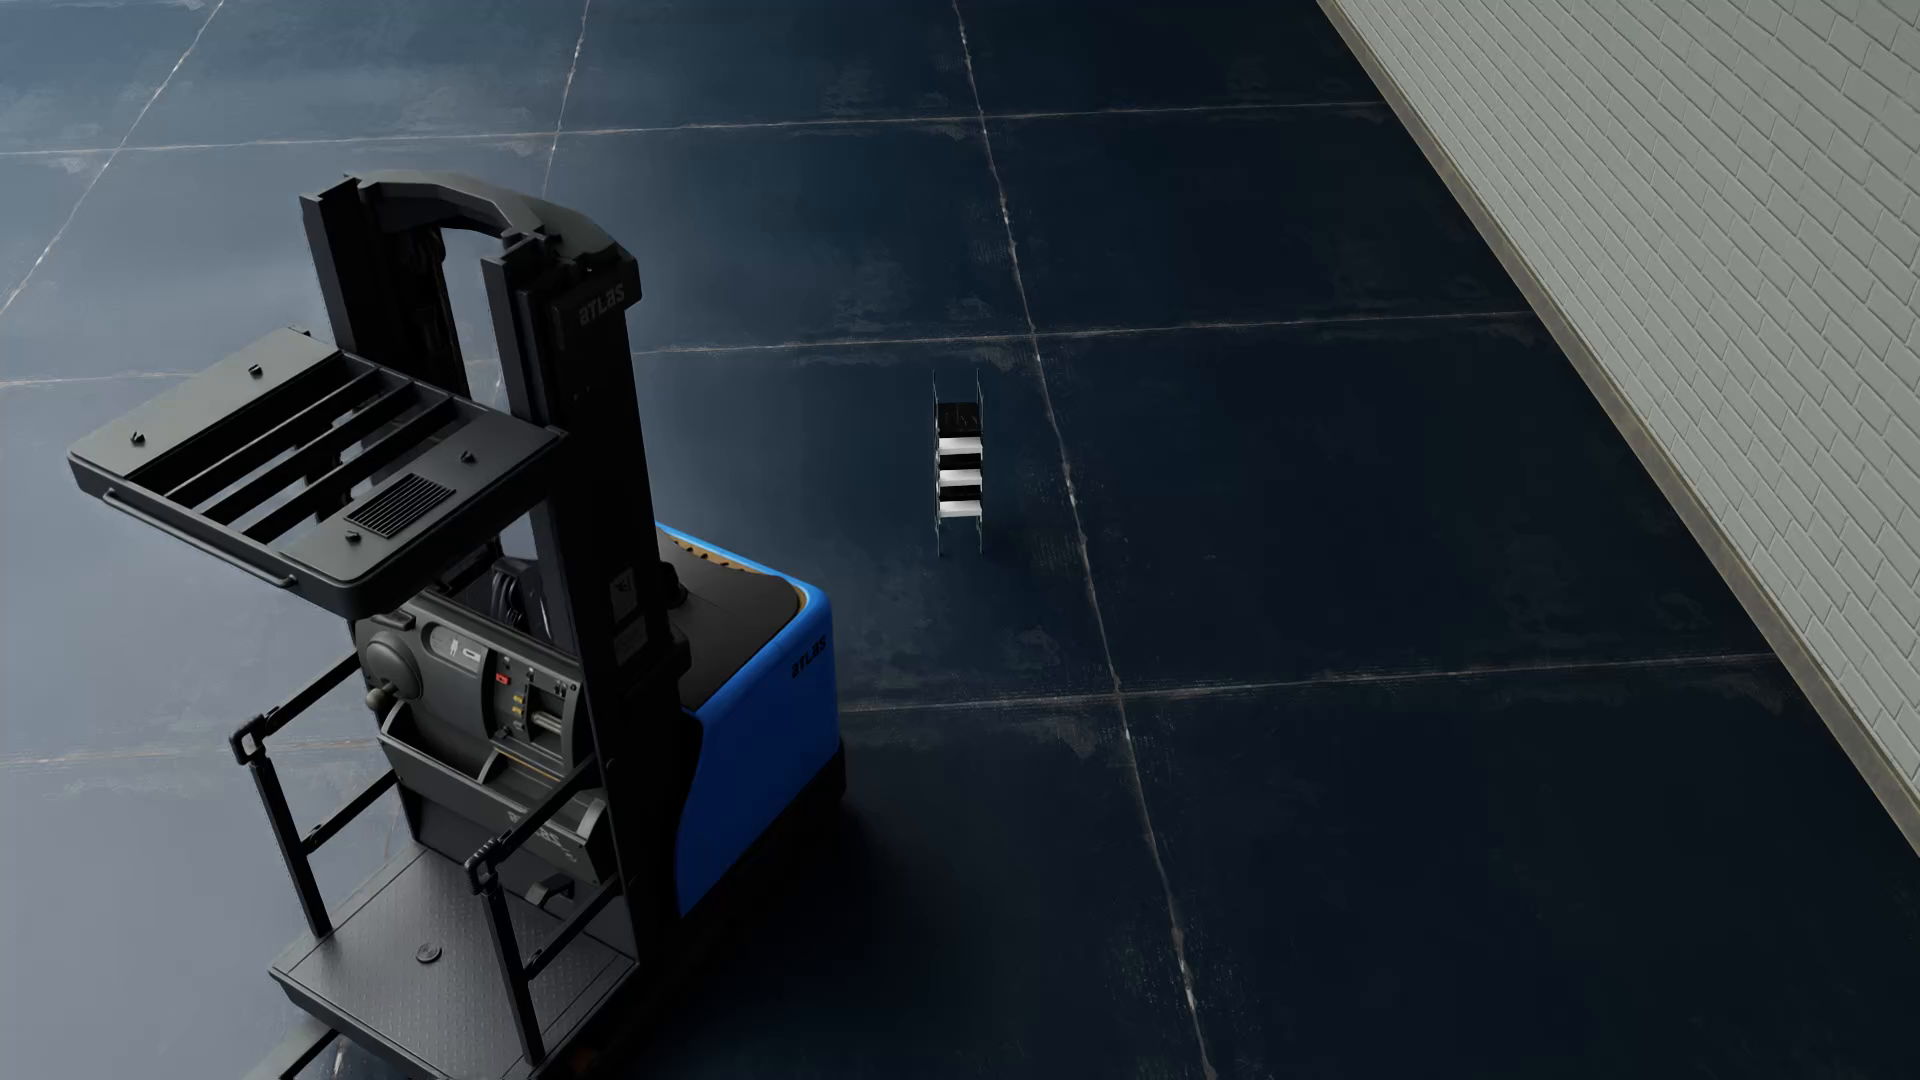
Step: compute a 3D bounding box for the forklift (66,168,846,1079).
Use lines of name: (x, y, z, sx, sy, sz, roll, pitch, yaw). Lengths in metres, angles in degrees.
forklift: (-1.654, 0.508, 5.062, 1.130, 2.935, 3.031, 21, 43, 24)

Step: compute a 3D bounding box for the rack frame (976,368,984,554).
rack frame: (0.093, -0.358, 7.800, 0.006, 0.900, 0.240, -3, 38, -4)

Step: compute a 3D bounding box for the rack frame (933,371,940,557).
rack frame: (-0.109, -0.347, 7.786, 0.006, 0.900, 0.240, -3, 38, -4)

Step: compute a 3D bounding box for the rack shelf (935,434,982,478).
rack shelf: (-0.008, -0.397, 7.758, 0.200, 0.077, 0.258, -3, 38, -4)

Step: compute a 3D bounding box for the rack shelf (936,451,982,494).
rack shelf: (-0.008, -0.327, 7.813, 0.200, 0.077, 0.258, -3, 38, -4)

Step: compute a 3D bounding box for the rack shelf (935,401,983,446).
rack shelf: (-0.008, -0.539, 7.646, 0.200, 0.077, 0.258, -3, 38, -4)

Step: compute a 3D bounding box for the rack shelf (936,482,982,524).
rack shelf: (-0.008, -0.185, 7.925, 0.200, 0.077, 0.258, -3, 38, -4)

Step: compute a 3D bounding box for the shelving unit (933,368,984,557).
shelving unit: (-0.008, -0.353, 7.793, 0.210, 0.900, 0.258, -3, 38, -4)

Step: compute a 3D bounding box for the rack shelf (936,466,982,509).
rack shelf: (-0.008, -0.256, 7.869, 0.200, 0.077, 0.258, -3, 38, -4)

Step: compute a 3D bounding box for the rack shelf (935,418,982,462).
rack shelf: (-0.008, -0.468, 7.702, 0.200, 0.077, 0.258, -3, 38, -4)
